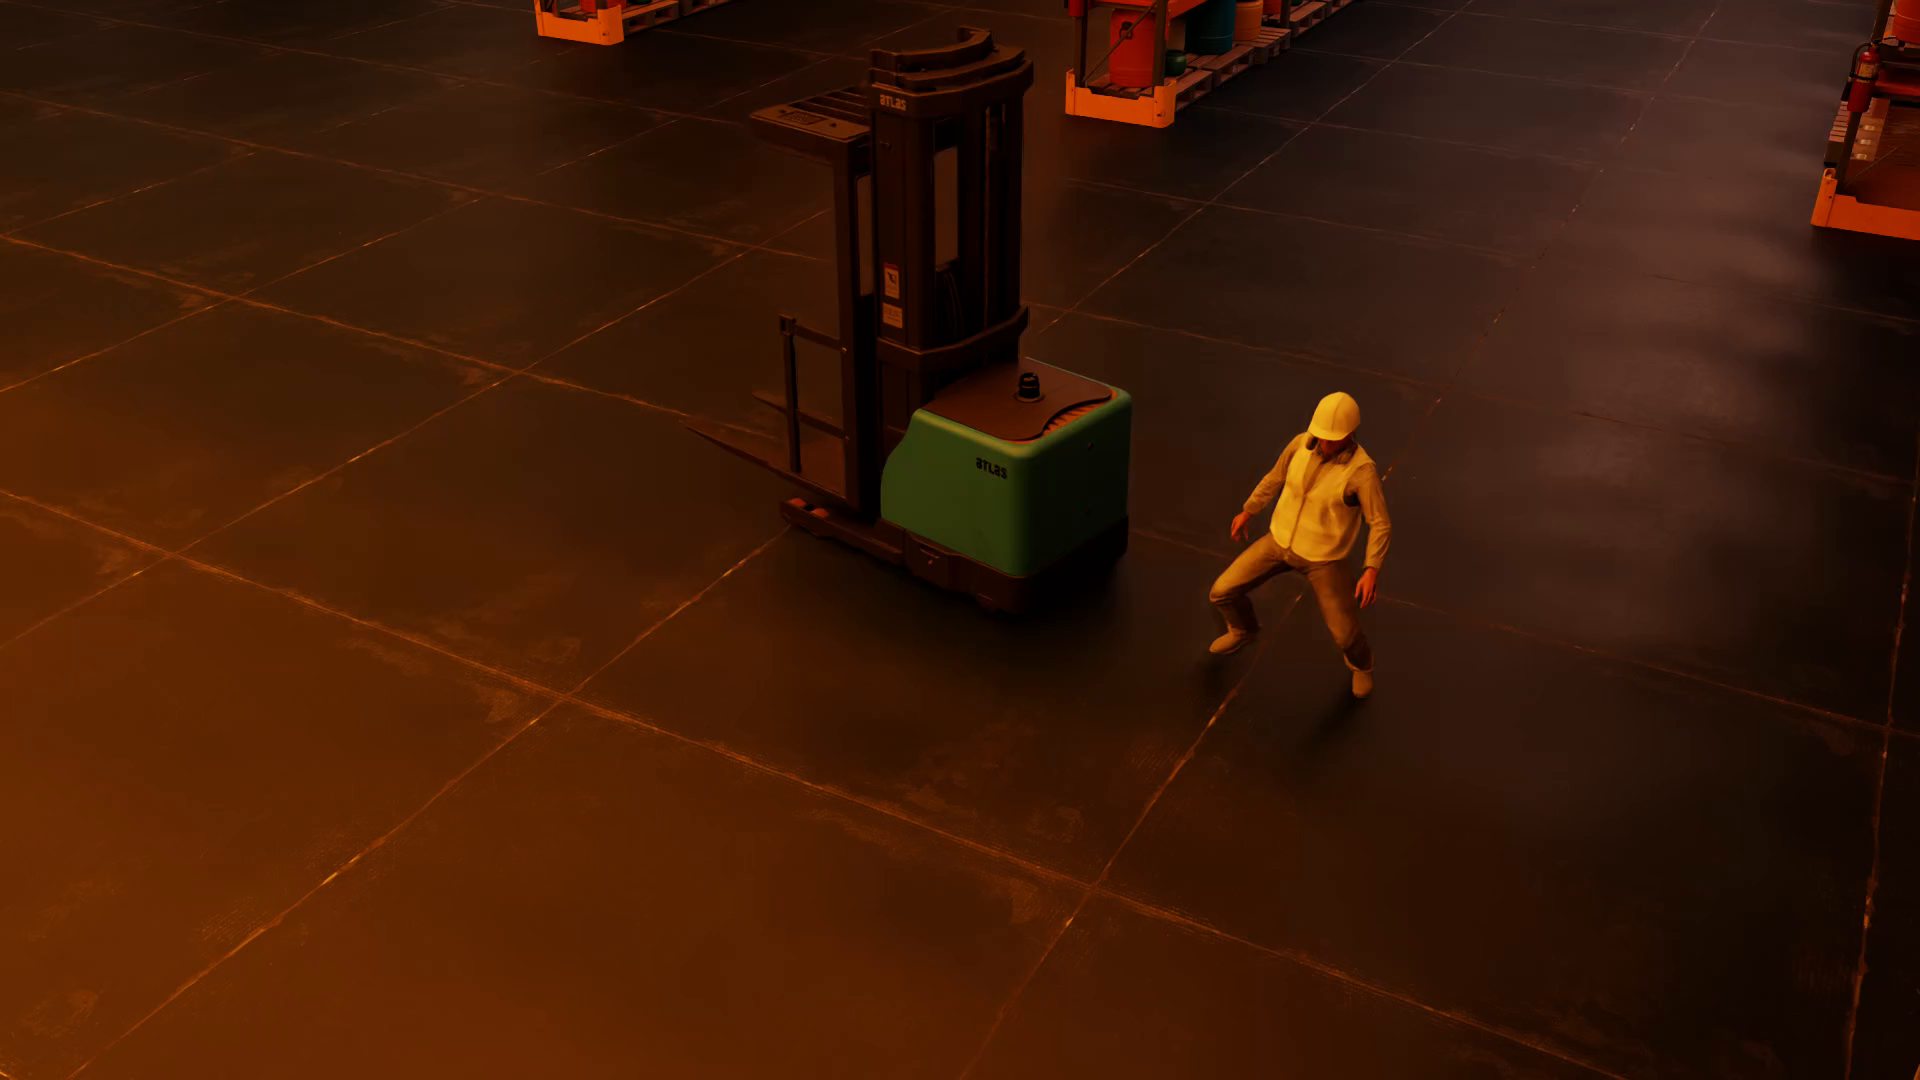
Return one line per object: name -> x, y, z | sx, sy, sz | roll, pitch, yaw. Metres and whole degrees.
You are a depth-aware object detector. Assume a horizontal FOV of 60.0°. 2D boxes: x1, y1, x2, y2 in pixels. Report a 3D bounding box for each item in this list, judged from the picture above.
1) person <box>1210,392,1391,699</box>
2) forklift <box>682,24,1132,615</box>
person -> 1.772, 0.021, 8.351 | 0.664, 1.648, 0.936 | -26, 39, -37
forklift -> -0.462, -1.469, 9.616 | 3.031, 2.935, 1.130 | 24, 37, 35
